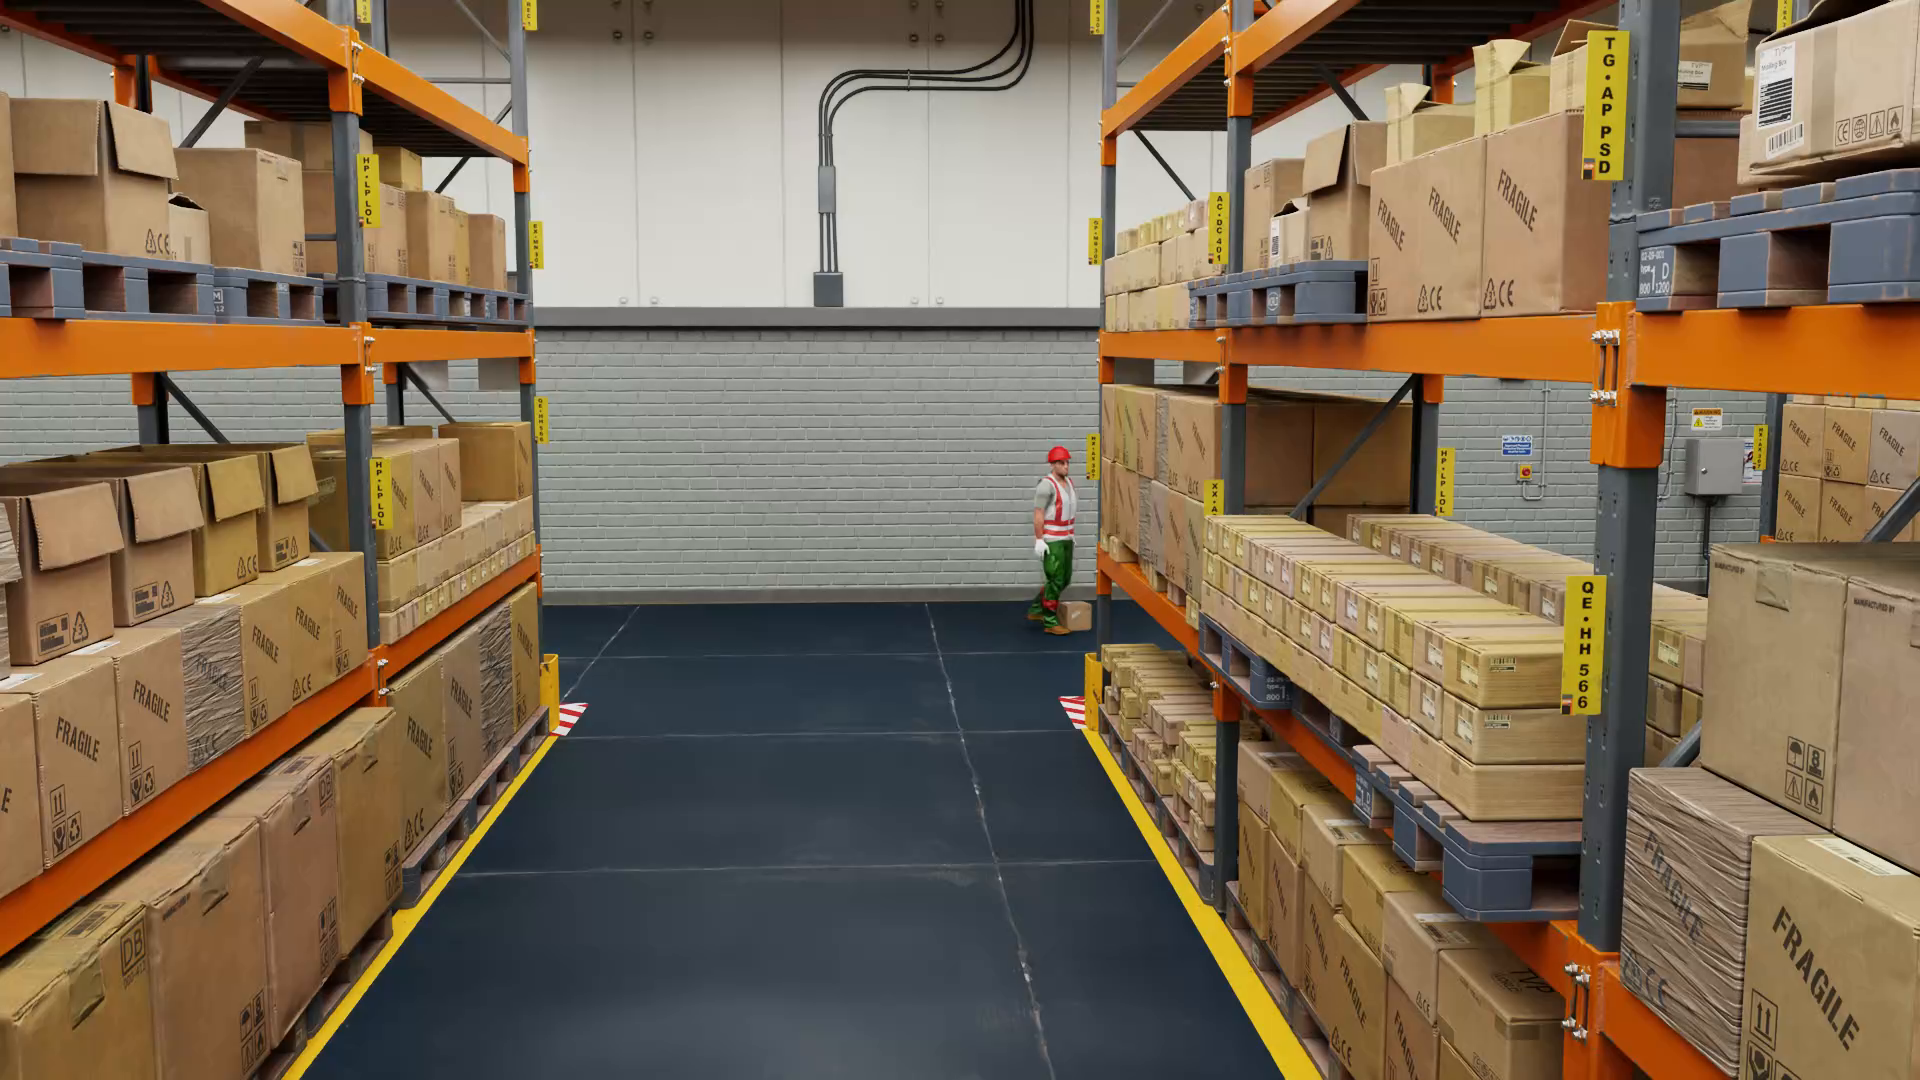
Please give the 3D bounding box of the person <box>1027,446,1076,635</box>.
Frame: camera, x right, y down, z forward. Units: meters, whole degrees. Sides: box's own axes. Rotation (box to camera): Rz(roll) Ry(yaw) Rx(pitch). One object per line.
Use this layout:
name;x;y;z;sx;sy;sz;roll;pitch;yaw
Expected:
person;0.845;-0.003;15.674;0.578;1.778;0.579;4;8;33
